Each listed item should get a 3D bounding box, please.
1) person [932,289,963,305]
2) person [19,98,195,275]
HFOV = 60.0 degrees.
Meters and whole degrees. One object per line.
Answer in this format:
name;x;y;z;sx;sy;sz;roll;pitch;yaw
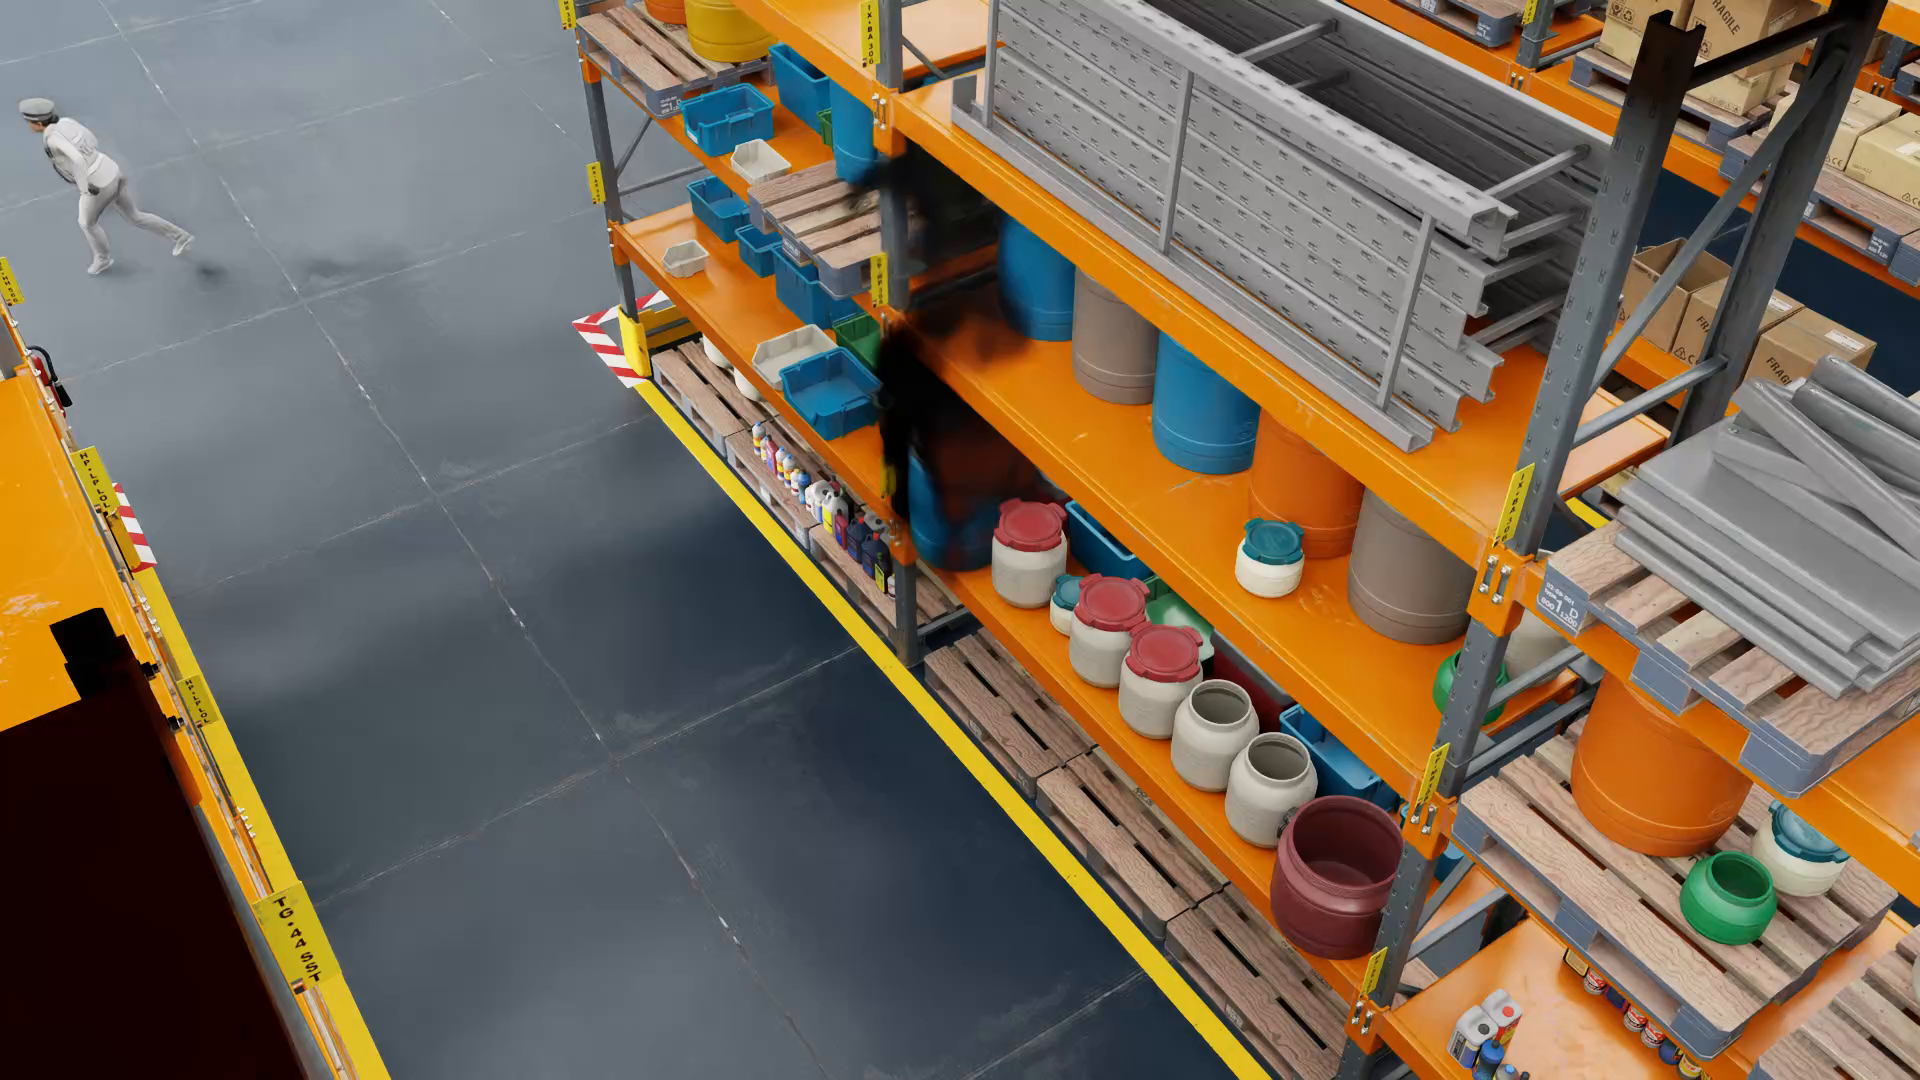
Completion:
person;-0.190;-2.276;12.692;0.862;1.537;0.609;21;47;21
person;-7.007;-2.892;13.763;0.978;1.624;0.655;-6;43;-7
